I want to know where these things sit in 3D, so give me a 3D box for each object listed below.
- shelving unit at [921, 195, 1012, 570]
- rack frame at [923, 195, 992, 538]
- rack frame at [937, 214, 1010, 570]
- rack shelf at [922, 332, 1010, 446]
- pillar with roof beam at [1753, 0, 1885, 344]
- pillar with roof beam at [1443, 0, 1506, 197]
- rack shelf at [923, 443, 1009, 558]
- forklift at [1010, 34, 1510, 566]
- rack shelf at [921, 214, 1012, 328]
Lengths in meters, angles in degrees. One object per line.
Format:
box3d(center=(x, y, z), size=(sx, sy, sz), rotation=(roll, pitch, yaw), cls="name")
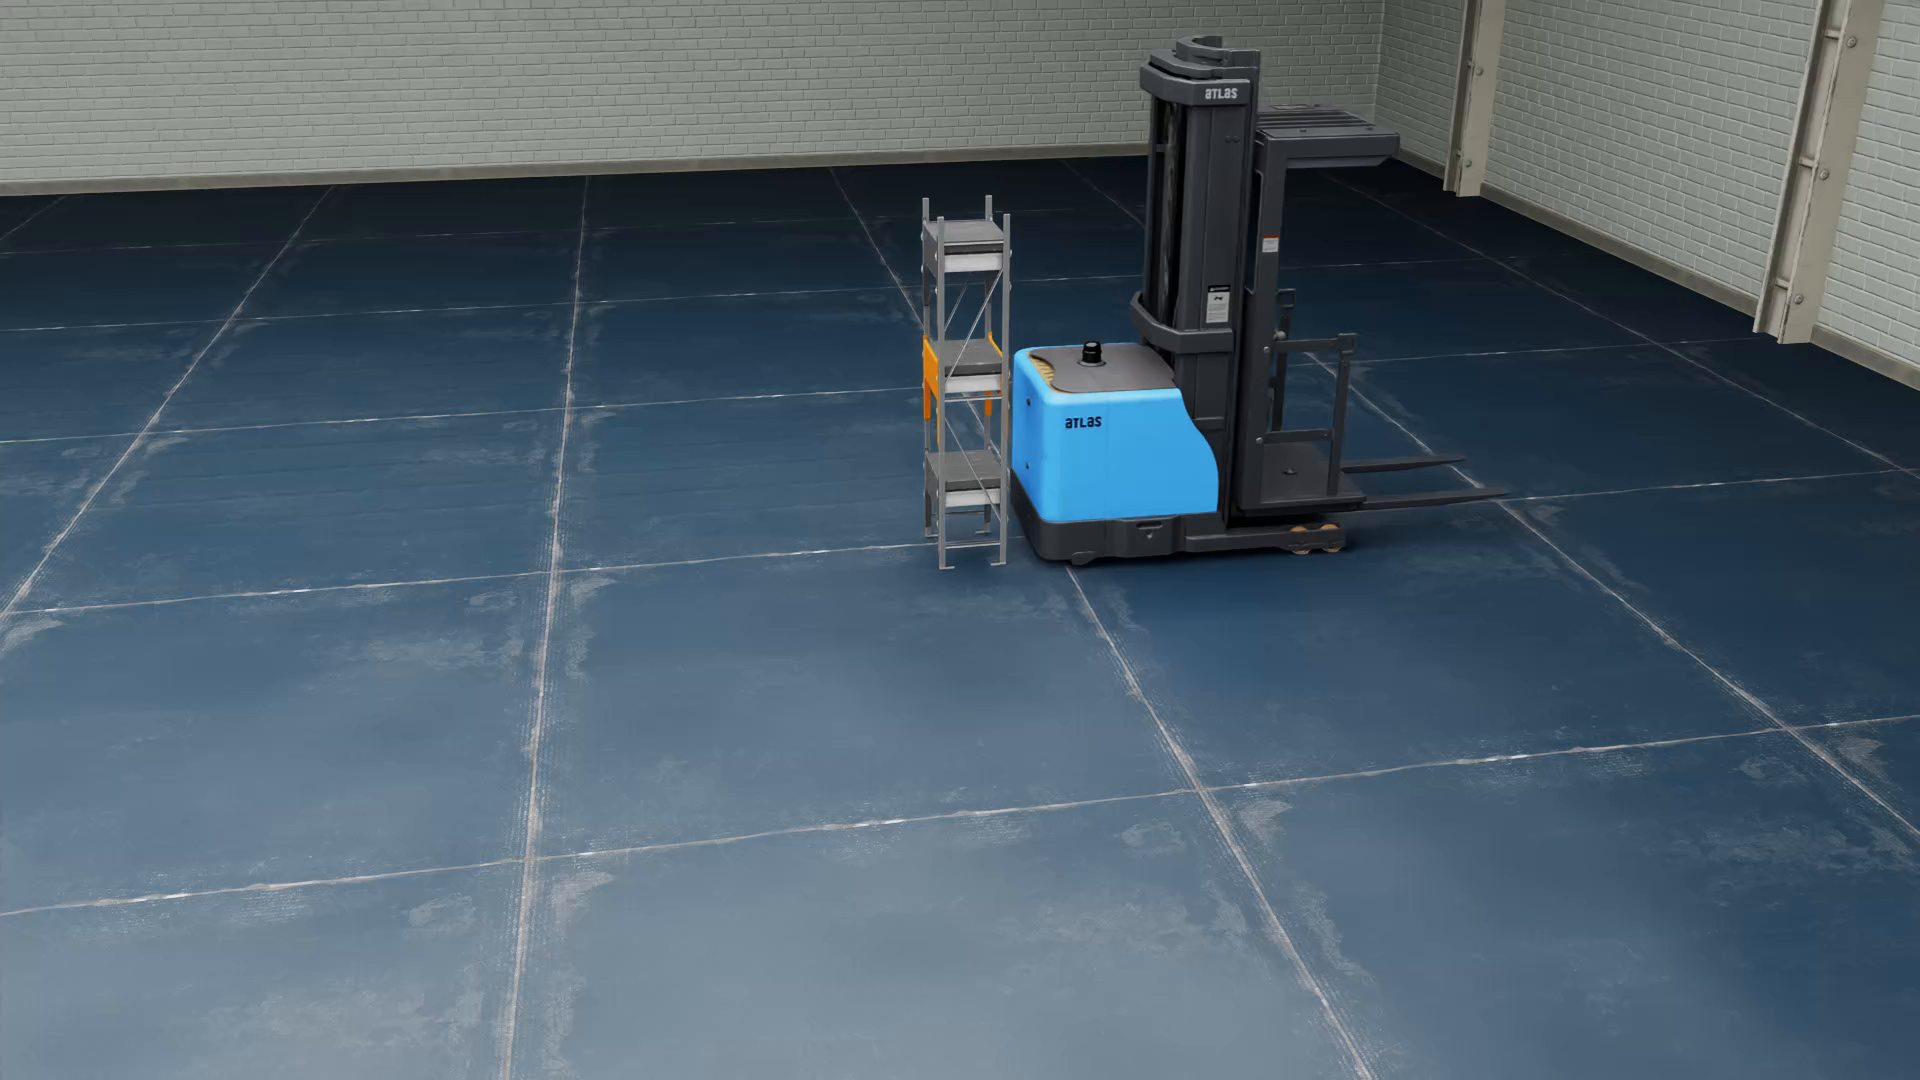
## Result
box3d(center=(0.031, -0.897, 9.681), size=(0.431, 2.100, 0.503), rotation=(-4, 24, -10), cls="shelving unit")
box3d(center=(-0.015, -0.993, 9.900), size=(0.400, 2.100, 0.015), rotation=(-4, 24, -10), cls="rack frame")
box3d(center=(0.076, -0.801, 9.461), size=(0.400, 2.100, 0.015), rotation=(-4, 24, -10), cls="rack frame")
box3d(center=(0.031, -0.885, 9.686), size=(0.431, 0.518, 0.480), rotation=(-4, 24, -10), cls="rack shelf")
box3d(center=(2.814, -5.550, 11.714), size=(9.100, 9.000, 0.400), rotation=(-4, 24, -10), cls="pillar with roof beam")
box3d(center=(1.705, -7.910, 17.118), size=(9.100, 9.000, 0.400), rotation=(-4, 24, -10), cls="pillar with roof beam")
box3d(center=(0.031, -0.243, 9.966), size=(0.431, 0.518, 0.480), rotation=(-4, 24, -10), cls="rack shelf")
box3d(center=(1.883, -1.460, 9.931), size=(3.031, 2.935, 1.130), rotation=(-4, 24, -9), cls="forklift")
box3d(center=(0.031, -1.526, 9.406), size=(0.431, 0.518, 0.480), rotation=(-4, 24, -10), cls="rack shelf")
